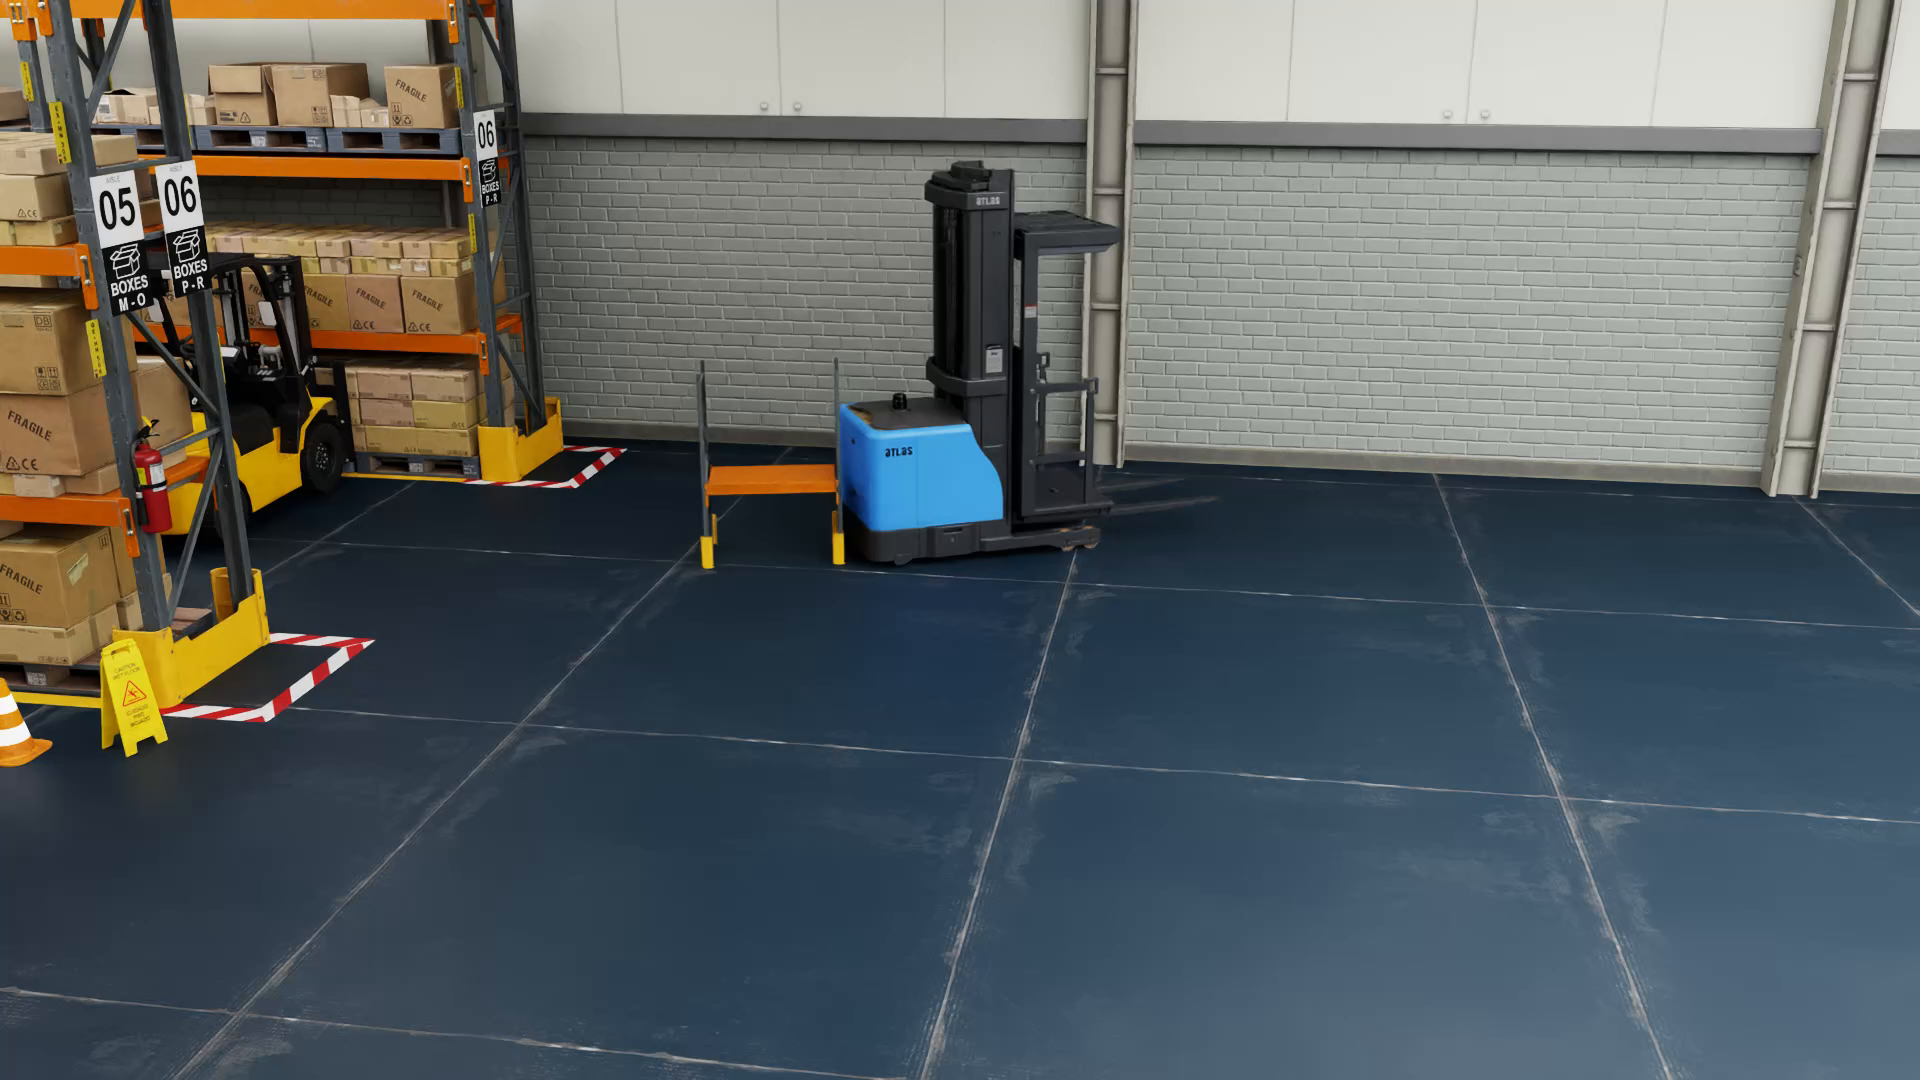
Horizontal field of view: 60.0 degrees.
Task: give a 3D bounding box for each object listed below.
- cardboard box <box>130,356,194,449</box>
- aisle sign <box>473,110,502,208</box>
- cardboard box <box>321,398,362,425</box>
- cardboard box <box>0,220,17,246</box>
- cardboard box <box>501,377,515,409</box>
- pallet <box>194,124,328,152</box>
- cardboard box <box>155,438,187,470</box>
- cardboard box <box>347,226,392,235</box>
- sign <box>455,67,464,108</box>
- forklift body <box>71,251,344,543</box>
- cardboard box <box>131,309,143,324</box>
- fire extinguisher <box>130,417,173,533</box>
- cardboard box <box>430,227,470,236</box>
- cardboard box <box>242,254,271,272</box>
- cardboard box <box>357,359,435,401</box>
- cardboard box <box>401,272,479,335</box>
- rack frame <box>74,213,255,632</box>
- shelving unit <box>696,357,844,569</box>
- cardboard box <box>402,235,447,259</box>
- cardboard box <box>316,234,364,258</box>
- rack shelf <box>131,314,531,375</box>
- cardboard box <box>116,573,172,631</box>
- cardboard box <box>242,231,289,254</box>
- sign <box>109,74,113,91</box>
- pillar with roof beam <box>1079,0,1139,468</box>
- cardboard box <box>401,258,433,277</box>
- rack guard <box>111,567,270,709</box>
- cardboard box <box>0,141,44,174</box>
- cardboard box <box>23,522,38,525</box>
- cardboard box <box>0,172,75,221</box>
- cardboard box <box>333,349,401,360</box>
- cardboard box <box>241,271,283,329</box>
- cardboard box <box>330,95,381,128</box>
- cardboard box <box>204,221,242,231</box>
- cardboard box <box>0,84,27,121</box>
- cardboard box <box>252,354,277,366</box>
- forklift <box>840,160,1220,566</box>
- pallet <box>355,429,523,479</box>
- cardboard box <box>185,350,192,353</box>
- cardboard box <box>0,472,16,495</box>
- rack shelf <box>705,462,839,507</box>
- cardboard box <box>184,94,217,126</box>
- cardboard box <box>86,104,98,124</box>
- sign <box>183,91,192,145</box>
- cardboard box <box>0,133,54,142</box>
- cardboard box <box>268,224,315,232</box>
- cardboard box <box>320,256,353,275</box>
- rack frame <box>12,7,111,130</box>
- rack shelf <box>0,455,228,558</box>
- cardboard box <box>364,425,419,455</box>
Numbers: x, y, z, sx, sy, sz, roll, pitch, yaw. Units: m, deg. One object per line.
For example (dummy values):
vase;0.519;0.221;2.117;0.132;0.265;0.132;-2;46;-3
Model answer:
cardboard box;-5.268;-0.871;10.552;0.500;0.500;0.500;3;19;8
aisle sign;-4.042;-3.264;14.235;0.004;0.787;0.394;3;19;9
cardboard box;-5.597;-1.234;15.147;0.500;0.250;0.500;2;19;7
cardboard box;-5.492;-1.808;9.647;0.250;0.149;0.380;3;19;9
cardboard box;-4.492;-1.348;15.488;0.500;0.250;0.500;3;19;10
pallet;-5.963;-3.612;14.782;1.213;0.211;1.003;3;19;9
cardboard box;-5.147;-0.534;10.569;0.250;0.149;0.380;3;19;9
cardboard box;-5.380;-2.762;15.182;0.250;0.149;0.380;4;19;10
sign;-4.160;-3.762;13.823;0.005;0.325;0.100;3;19;9
forklift body;-6.222;-1.248;13.644;1.214;2.155;2.313;3;19;9
cardboard box;-7.613;-2.271;15.207;0.500;0.500;0.500;2;19;7
fire extinguisher;-4.804;-0.385;9.848;0.183;0.674;0.296;3;19;9
cardboard box;-4.611;-2.740;15.116;0.250;0.149;0.380;4;19;11
cardboard box;-6.214;-2.501;14.870;0.250;0.149;0.380;3;19;8
cardboard box;-5.070;-1.446;14.992;0.500;0.250;0.500;3;19;10
cardboard box;-4.588;-2.117;14.745;0.500;0.500;0.500;3;19;7
rack frame;-4.844;-0.572;10.284;0.127;3.000;1.000;3;19;9
shelving unit;-1.448;-0.599;12.730;1.083;1.500;0.587;-1;19;-4
cardboard box;-4.696;-2.578;14.631;0.250;0.149;0.380;3;19;9
cardboard box;-5.468;-2.597;14.687;0.250;0.149;0.380;3;19;10
rack shelf;-6.035;-1.886;15.347;4.000;0.370;1.077;3;19;9
cardboard box;-5.597;0.406;11.034;0.500;0.250;0.500;3;19;8
cardboard box;-6.209;-2.668;14.902;0.250;0.149;0.380;3;19;9
sign;-7.924;-4.207;15.483;0.005;0.325;0.100;3;19;9
pillar with roof beam;0.636;-3.639;9.996;0.400;9.000;9.100;3;19;9
cardboard box;-4.705;-2.415;14.614;0.250;0.149;0.380;3;19;10
rack guard;-4.919;0.610;10.692;0.348;0.500;1.175;3;19;9
cardboard box;-5.474;-2.203;9.571;0.250;0.149;0.380;3;19;10
cardboard box;-6.137;0.024;10.993;0.500;0.500;0.500;2;19;7
cardboard box;-5.392;-2.005;9.610;0.500;0.250;0.500;3;19;8
cardboard box;-5.491;-1.632;15.550;0.500;0.250;0.500;3;19;8
cardboard box;-6.103;-2.193;14.973;0.500;0.500;0.500;3;19;9
cardboard box;-5.177;-3.692;14.274;0.258;0.266;0.396;3;19;9
cardboard box;-6.885;-2.875;15.520;0.250;0.149;0.380;3;19;8
cardboard box;-8.763;-3.915;14.870;0.500;0.311;0.500;2;19;7
cardboard box;-6.586;-1.525;15.228;0.500;0.250;0.500;4;19;11
forklift;0.589;-1.461;13.049;3.031;2.935;1.130;-6;20;-18
pallet;-4.822;-0.830;15.451;1.213;0.211;1.003;3;19;9
cardboard box;-6.991;-1.713;15.790;0.500;0.250;0.500;3;19;8
cardboard box;-5.765;-0.402;10.173;0.250;0.149;0.380;3;19;8
rack shelf;-1.439;-0.429;12.788;1.000;0.185;0.538;-1;19;-4
cardboard box;-6.593;-3.764;14.489;0.258;0.266;0.396;2;19;7
cardboard box;-7.615;-3.760;14.664;0.250;0.149;0.380;3;19;10
sign;-4.758;-2.579;10.178;0.005;0.325;0.100;3;19;9
cardboard box;-5.651;-2.375;10.084;0.250;0.149;0.380;3;19;9
cardboard box;-6.143;-2.806;15.313;0.250;0.149;0.380;3;19;10
cardboard box;-5.465;-2.462;14.754;0.250;0.149;0.380;2;19;7
rack frame;-8.010;-5.173;14.582;0.127;3.000;1.000;3;19;9
rack shelf;-6.819;-0.331;10.699;4.000;0.370;1.077;3;19;9
cardboard box;-5.064;-0.975;15.161;0.500;0.250;0.500;3;19;9
